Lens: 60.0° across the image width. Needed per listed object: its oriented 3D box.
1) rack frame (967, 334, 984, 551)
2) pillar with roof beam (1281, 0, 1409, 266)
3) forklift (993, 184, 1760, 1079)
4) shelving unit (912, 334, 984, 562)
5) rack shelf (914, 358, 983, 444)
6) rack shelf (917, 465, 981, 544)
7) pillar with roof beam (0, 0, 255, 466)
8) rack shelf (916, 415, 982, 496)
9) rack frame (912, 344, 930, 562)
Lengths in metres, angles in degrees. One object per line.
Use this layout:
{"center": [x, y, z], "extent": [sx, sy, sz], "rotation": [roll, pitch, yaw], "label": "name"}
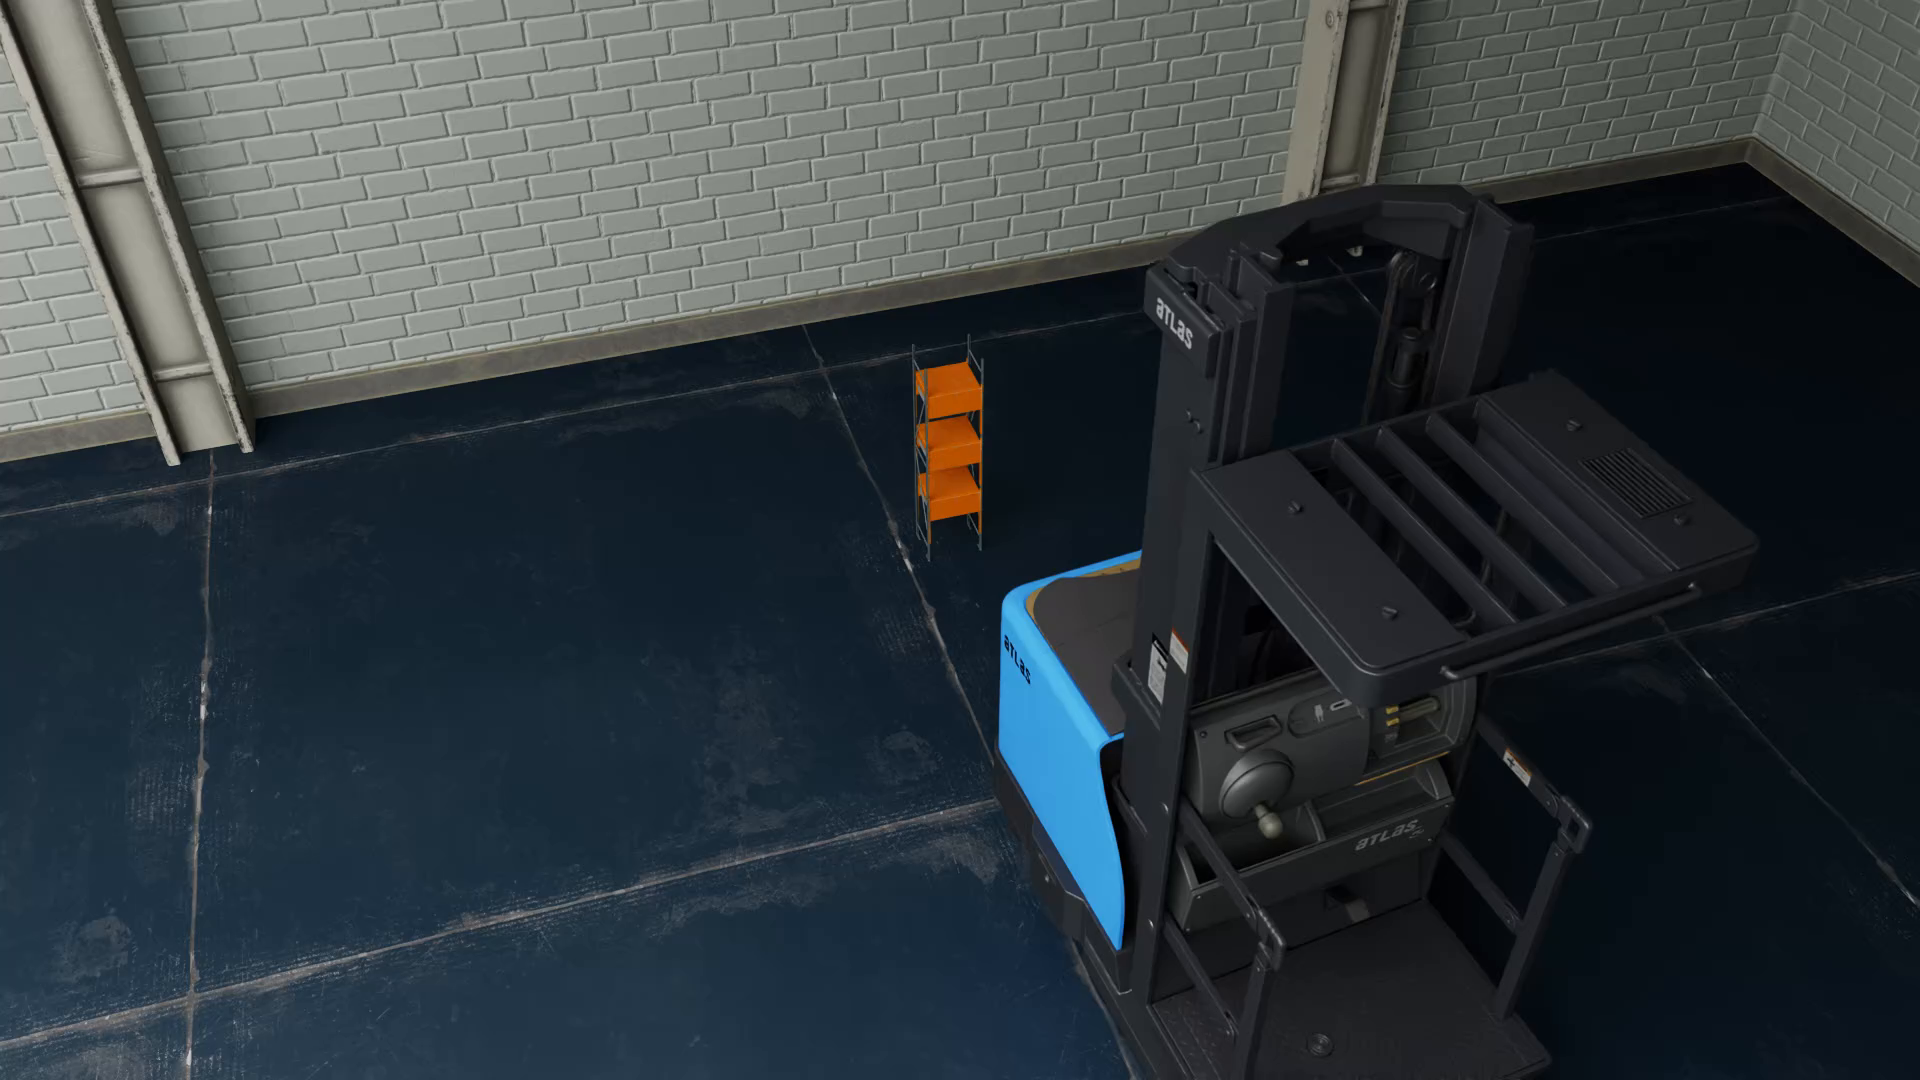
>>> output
{"center": [0.065, -0.409, 7.270], "extent": [0.008, 1.050, 0.200], "rotation": [-12, 42, -13], "label": "rack frame"}
{"center": [3.347, -2.364, 3.466], "extent": [0.400, 9.000, 9.100], "rotation": [-12, 42, -13], "label": "pillar with roof beam"}
{"center": [1.172, 0.645, 4.633], "extent": [1.130, 2.935, 3.031], "rotation": [-16, 44, -17], "label": "forklift"}
{"center": [-0.051, -0.385, 7.242], "extent": [0.252, 1.050, 0.215], "rotation": [-12, 42, -13], "label": "shelving unit"}
{"center": [-0.051, -0.590, 7.062], "extent": [0.240, 0.259, 0.215], "rotation": [-12, 42, -13], "label": "rack shelf"}
{"center": [-0.051, -0.168, 7.432], "extent": [0.240, 0.259, 0.215], "rotation": [-12, 42, -13], "label": "rack shelf"}
{"center": [-2.376, -1.179, 2.109], "extent": [0.400, 9.000, 9.100], "rotation": [-12, 42, -13], "label": "pillar with roof beam"}
{"center": [-0.051, -0.377, 7.249], "extent": [0.240, 0.259, 0.215], "rotation": [-12, 42, -13], "label": "rack shelf"}
{"center": [-0.167, -0.361, 7.214], "extent": [0.008, 1.050, 0.200], "rotation": [-12, 42, -13], "label": "rack frame"}
